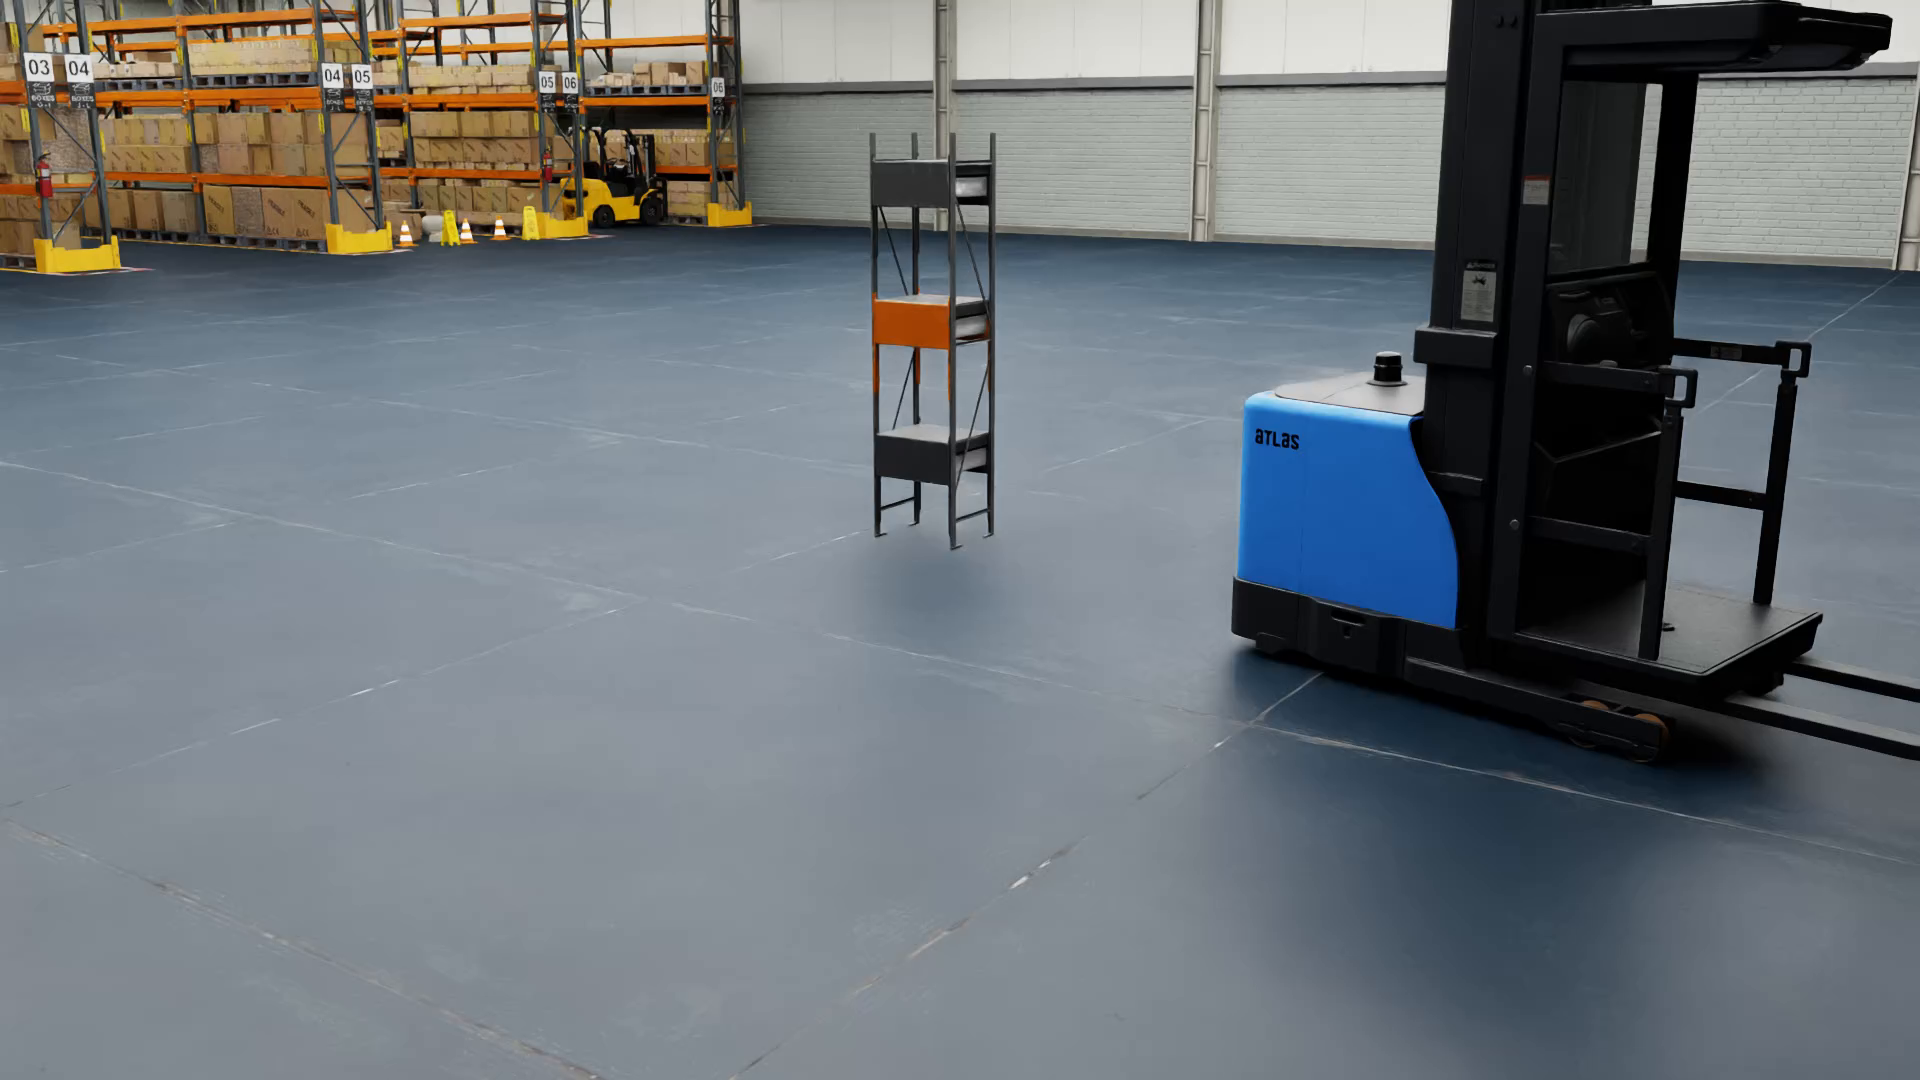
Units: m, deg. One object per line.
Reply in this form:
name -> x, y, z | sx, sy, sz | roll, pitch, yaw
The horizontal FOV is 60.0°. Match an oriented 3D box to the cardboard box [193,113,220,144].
cardboard box -> -13.690, -7.662, 30.972 | 0.550, 0.550, 0.875 | 9, 17, 33

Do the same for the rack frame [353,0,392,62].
rack frame -> -15.170, -13.097, 43.002 | 0.127, 3.000, 1.000 | 9, 17, 33

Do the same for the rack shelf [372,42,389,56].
rack shelf -> -16.829, -13.014, 44.172 | 4.000, 0.370, 1.077 | 9, 17, 33

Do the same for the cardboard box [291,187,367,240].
cardboard box -> -11.258, -5.835, 29.699 | 0.875, 0.875, 0.875 | 9, 17, 33

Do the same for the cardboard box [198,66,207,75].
cardboard box -> -13.649, -8.556, 30.345 | 0.250, 0.149, 0.380 | 9, 17, 33

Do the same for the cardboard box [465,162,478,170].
cardboard box -> -9.935, -7.692, 34.175 | 0.250, 0.149, 0.380 | 9, 17, 33

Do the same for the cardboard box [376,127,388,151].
cardboard box -> -12.222, -8.601, 35.624 | 0.500, 0.500, 0.500 | 9, 17, 33

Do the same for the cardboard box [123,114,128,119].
cardboard box -> -20.231, -10.342, 40.719 | 0.250, 0.149, 0.380 | 9, 17, 33

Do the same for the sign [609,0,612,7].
sign -> -8.201, -12.661, 38.970 | 0.005, 0.325, 0.100 | 9, 17, 33

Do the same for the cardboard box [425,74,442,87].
cardboard box -> -10.653, -9.468, 34.280 | 0.500, 0.250, 0.500 | 9, 17, 32

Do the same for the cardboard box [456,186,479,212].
cardboard box -> -10.080, -7.082, 34.479 | 0.500, 0.500, 0.500 | 10, 17, 36

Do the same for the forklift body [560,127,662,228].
forklift body -> -7.804, -8.054, 36.882 | 1.214, 2.155, 2.313 | 9, 17, 33

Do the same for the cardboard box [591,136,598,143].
cardboard box -> -8.414, -9.380, 38.914 | 0.250, 0.149, 0.380 | 9, 16, 32

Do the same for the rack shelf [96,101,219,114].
rack shelf -> -19.596, -10.569, 40.532 | 4.000, 0.370, 1.077 | 9, 17, 33

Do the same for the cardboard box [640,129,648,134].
cardboard box -> -7.103, -9.331, 38.097 | 0.250, 0.149, 0.380 | 9, 17, 33

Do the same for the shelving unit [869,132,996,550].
shelving unit -> -0.137, -1.041, 8.661 | 0.503, 2.100, 0.431 | 9, 17, 33

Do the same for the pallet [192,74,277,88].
pallet -> -13.304, -8.422, 30.546 | 1.213, 0.211, 1.003 | 9, 17, 33

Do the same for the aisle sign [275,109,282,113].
aisle sign -> -18.709, -11.933, 45.378 | 0.004, 0.787, 0.394 | 9, 17, 33

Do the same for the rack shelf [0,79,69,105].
rack shelf -> -15.170, -6.984, 26.049 | 4.000, 0.370, 1.077 | 9, 17, 33

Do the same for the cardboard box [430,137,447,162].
cardboard box -> -10.660, -8.137, 34.625 | 0.500, 0.500, 0.500 | 9, 17, 33

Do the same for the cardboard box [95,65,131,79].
cardboard box -> -16.403, -9.085, 32.268 | 0.500, 0.250, 0.500 | 10, 17, 34

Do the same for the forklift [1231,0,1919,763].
forklift -> 2.523, -0.795, 5.937 | 1.130, 2.935, 3.031 | -13, 19, -42

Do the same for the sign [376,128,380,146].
sign -> -10.344, -7.153, 29.510 | 0.005, 0.325, 0.100 | 9, 17, 33

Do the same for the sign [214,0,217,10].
sign -> -17.644, -12.708, 39.324 | 0.005, 0.325, 0.100 | 9, 17, 33

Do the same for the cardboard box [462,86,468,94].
cardboard box -> -9.896, -9.158, 33.855 | 0.250, 0.149, 0.380 | 9, 17, 33

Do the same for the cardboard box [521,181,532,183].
cardboard box -> -10.794, -8.527, 41.094 | 0.625, 0.625, 0.875 | 10, 17, 35

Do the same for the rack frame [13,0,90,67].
rack frame -> -13.510, -8.521, 24.519 | 0.127, 3.000, 1.000 | 9, 17, 33

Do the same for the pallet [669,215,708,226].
pallet -> -5.870, -7.316, 37.938 | 1.213, 0.211, 1.003 | 9, 17, 33

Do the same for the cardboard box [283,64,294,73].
cardboard box -> -11.545, -8.216, 28.970 | 0.250, 0.149, 0.380 | 9, 17, 34

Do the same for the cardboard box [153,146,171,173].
cardboard box -> -14.979, -7.254, 31.676 | 0.500, 0.500, 0.500 | 9, 17, 32

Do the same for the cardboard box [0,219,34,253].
cardboard box -> -15.043, -4.848, 26.492 | 0.500, 0.500, 0.500 | 11, 18, 38

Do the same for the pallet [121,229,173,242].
pallet -> -15.676, -6.019, 32.700 | 1.213, 0.211, 1.003 | 9, 17, 33

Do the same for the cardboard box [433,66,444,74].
cardboard box -> -10.570, -9.629, 34.098 | 0.250, 0.149, 0.380 | 9, 17, 32

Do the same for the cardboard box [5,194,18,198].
cardboard box -> -19.707, -7.326, 34.941 | 0.500, 0.250, 0.500 | 10, 17, 34

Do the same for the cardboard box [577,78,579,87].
cardboard box -> -9.268, -10.825, 39.172 | 0.500, 0.311, 0.500 | 9, 16, 31

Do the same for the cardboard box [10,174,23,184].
cardboard box -> -14.305, -5.541, 25.488 | 0.250, 0.149, 0.380 | 9, 17, 33

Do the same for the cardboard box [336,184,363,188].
cardboard box -> -16.485, -9.349, 44.675 | 0.500, 0.500, 0.700 | 8, 16, 31

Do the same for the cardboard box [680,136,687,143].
cardboard box -> -6.066, -9.005, 37.399 | 0.250, 0.149, 0.380 | 10, 17, 34

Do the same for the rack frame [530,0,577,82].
rack frame -> -7.980, -10.497, 32.501 | 0.127, 3.000, 1.000 | 9, 17, 33

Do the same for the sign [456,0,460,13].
sign -> -12.145, -12.943, 40.271 | 0.005, 0.325, 0.100 | 9, 17, 33

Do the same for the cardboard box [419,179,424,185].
cardboard box -> -13.662, -9.196, 42.707 | 0.250, 0.149, 0.380 | 9, 17, 33

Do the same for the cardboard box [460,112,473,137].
cardboard box -> -9.758, -8.500, 34.011 | 0.500, 0.500, 0.700 | 9, 17, 32

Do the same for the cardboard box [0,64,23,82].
cardboard box -> -14.052, -7.006, 24.954 | 0.500, 0.250, 0.500 | 10, 17, 34

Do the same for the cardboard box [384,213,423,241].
cardboard box -> -10.850, -6.104, 32.434 | 0.637, 0.503, 0.797 | -1, 14, -6

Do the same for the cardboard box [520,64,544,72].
cardboard box -> -8.425, -9.293, 32.741 | 0.250, 0.149, 0.380 | 9, 17, 33

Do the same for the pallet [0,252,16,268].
pallet -> -15.236, -4.545, 26.746 | 1.213, 0.211, 1.003 | 9, 17, 33

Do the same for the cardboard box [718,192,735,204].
cardboard box -> -5.487, -7.792, 37.864 | 0.500, 0.250, 0.500 | 10, 17, 34

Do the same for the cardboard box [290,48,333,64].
cardboard box -> -11.220, -8.374, 28.779 | 0.500, 0.250, 0.500 | 9, 17, 34

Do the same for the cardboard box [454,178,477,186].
cardboard box -> -10.237, -7.404, 34.427 | 0.250, 0.149, 0.380 | 10, 17, 36

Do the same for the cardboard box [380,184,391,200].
cardboard box -> -14.894, -9.065, 43.529 | 0.500, 0.500, 0.500 | 10, 17, 35

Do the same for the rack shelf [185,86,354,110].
rack shelf -> -12.318, -7.960, 29.990 | 4.000, 0.370, 1.077 | 9, 17, 33

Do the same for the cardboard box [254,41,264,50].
cardboard box -> -12.182, -8.706, 29.290 | 0.250, 0.149, 0.380 | 9, 16, 32
